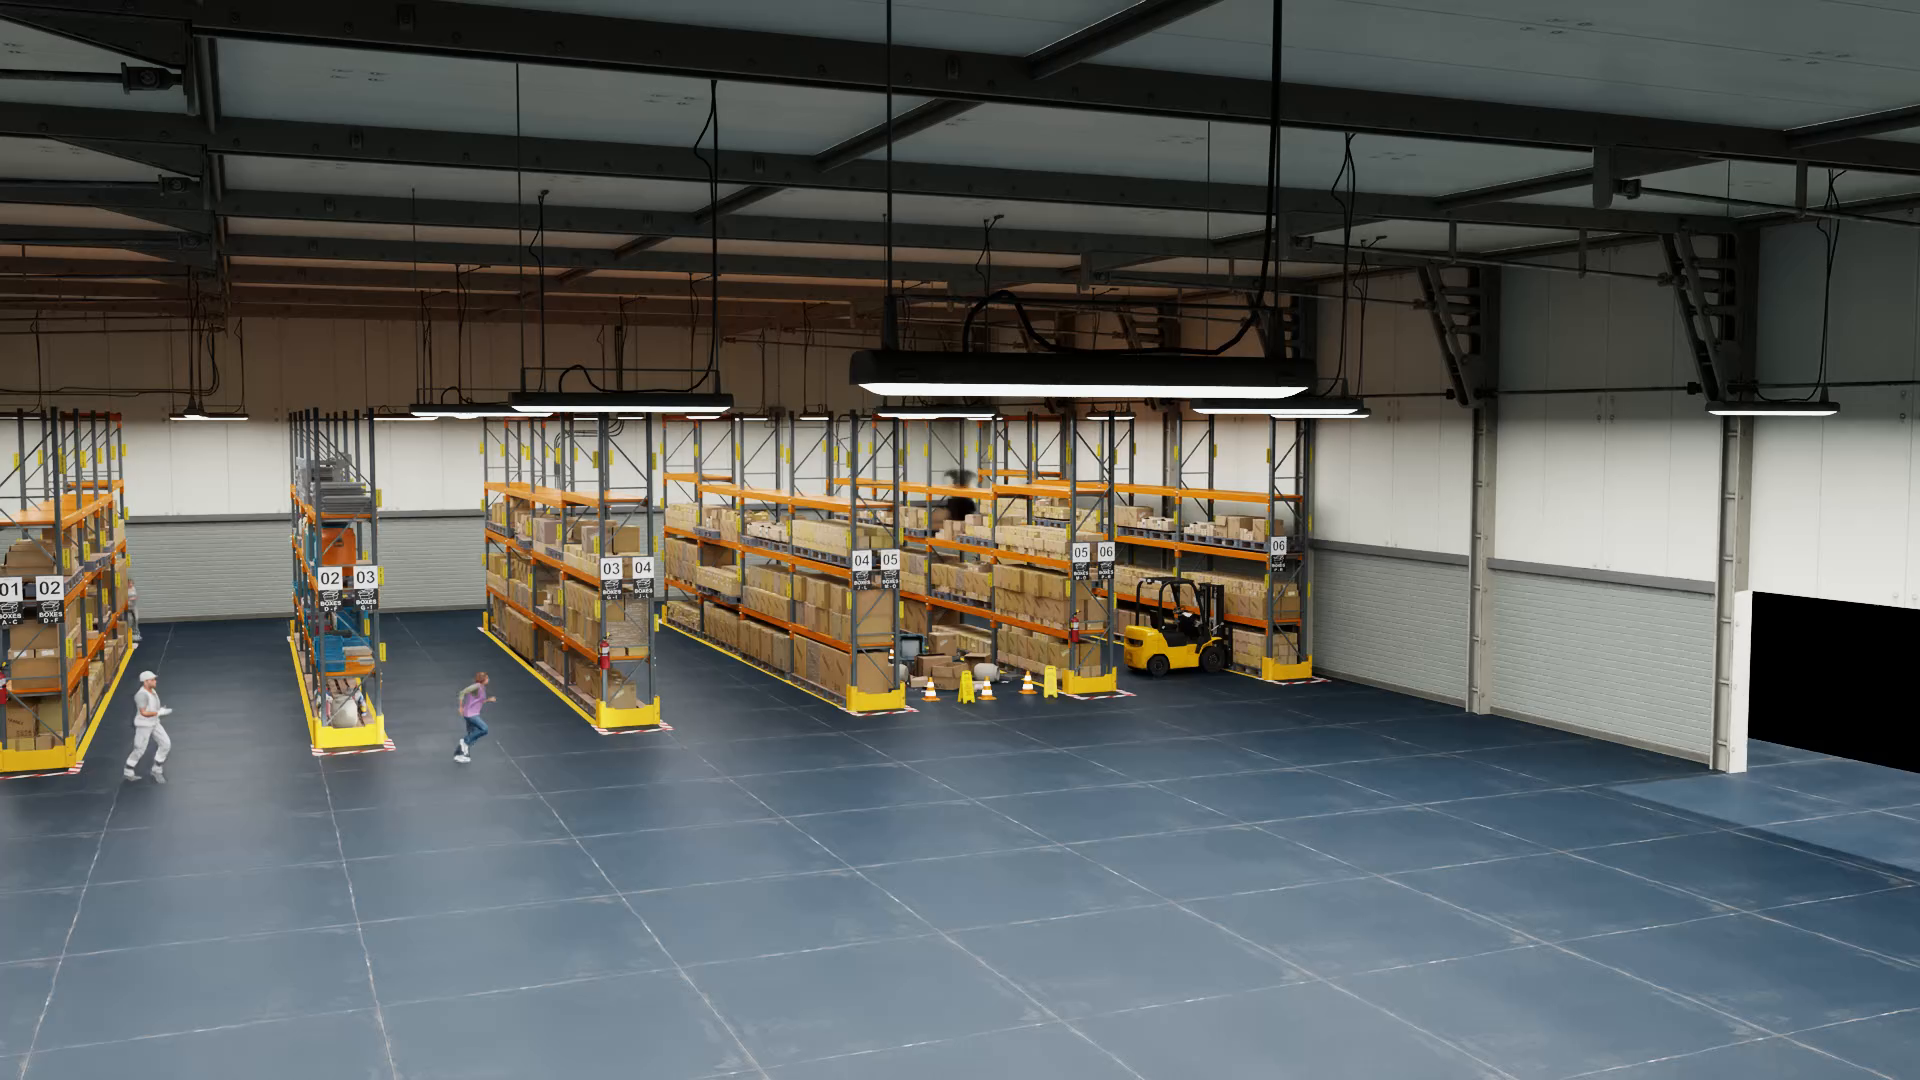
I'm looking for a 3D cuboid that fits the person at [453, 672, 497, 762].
[{"bbox_3d":[-8.211,3.002,28.135,0.736,1.496,0.542,0,4,-5],"label":"person"}]

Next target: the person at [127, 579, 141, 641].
[{"bbox_3d":[-21.956,1.830,43.915,0.825,1.626,0.512,2,5,29],"label":"person"}]

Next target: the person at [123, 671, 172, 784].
[{"bbox_3d":[-12.867,2.983,26.378,0.842,1.829,0.632,0,4,5],"label":"person"}]

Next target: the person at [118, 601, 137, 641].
[{"bbox_3d":[-21.935,1.811,43.465,0.877,1.734,0.739,-2,5,-27],"label":"person"}]
